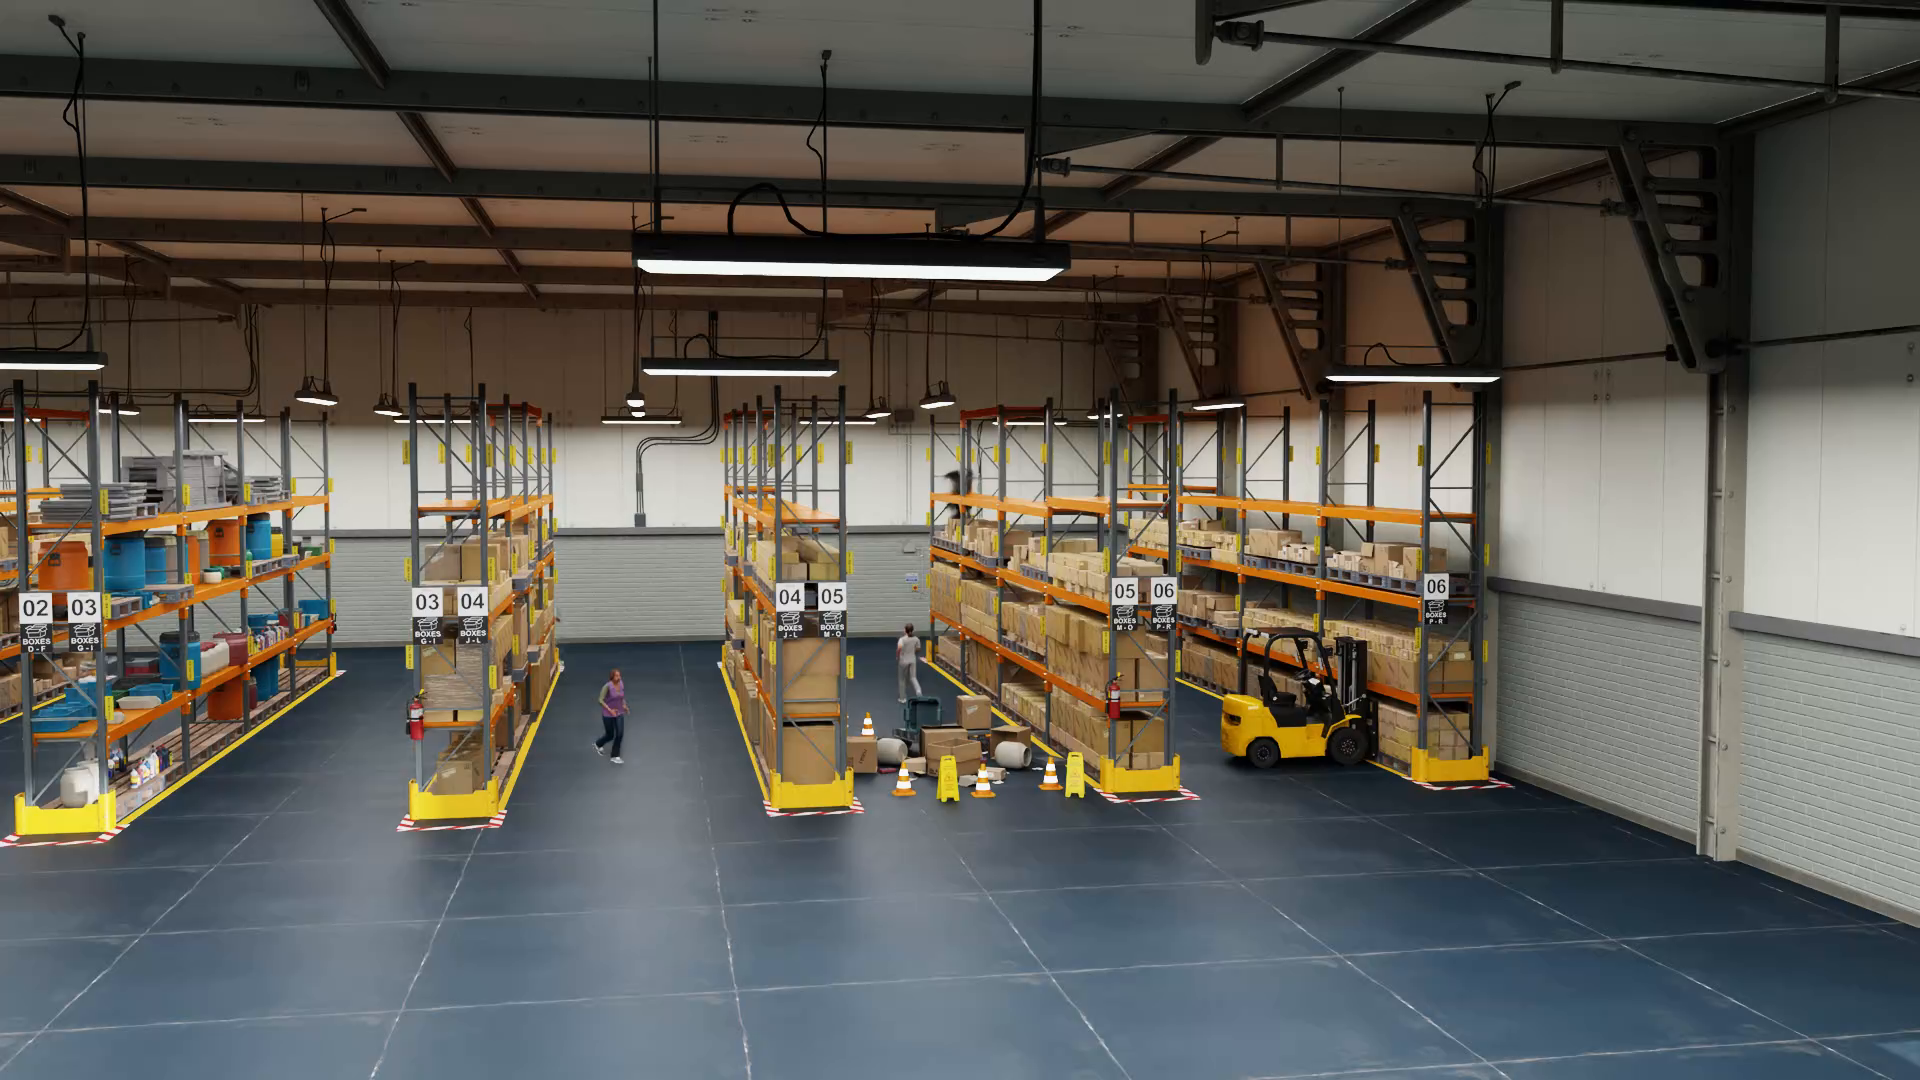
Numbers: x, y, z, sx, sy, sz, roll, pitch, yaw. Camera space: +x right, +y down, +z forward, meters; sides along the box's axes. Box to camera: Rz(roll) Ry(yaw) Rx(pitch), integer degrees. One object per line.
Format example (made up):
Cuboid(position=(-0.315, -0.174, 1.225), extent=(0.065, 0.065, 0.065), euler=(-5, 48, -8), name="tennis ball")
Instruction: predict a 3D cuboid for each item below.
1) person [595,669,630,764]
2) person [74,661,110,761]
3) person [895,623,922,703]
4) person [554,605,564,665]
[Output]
Cuboid(position=(-5.729, 2.858, 27.178), extent=(0.542, 1.552, 0.702), euler=(-3, 4, -43), name="person")
Cuboid(position=(-13.884, 2.780, 26.575), extent=(0.613, 1.757, 0.736), euler=(-3, 4, -42), name="person")
Cuboid(position=(-1.043, 2.480, 33.343), extent=(0.580, 1.643, 0.904), euler=(-1, 3, -23), name="person")
Cuboid(position=(-9.978, 2.106, 39.902), extent=(0.938, 1.773, 0.714), euler=(0, 3, 8), name="person")
